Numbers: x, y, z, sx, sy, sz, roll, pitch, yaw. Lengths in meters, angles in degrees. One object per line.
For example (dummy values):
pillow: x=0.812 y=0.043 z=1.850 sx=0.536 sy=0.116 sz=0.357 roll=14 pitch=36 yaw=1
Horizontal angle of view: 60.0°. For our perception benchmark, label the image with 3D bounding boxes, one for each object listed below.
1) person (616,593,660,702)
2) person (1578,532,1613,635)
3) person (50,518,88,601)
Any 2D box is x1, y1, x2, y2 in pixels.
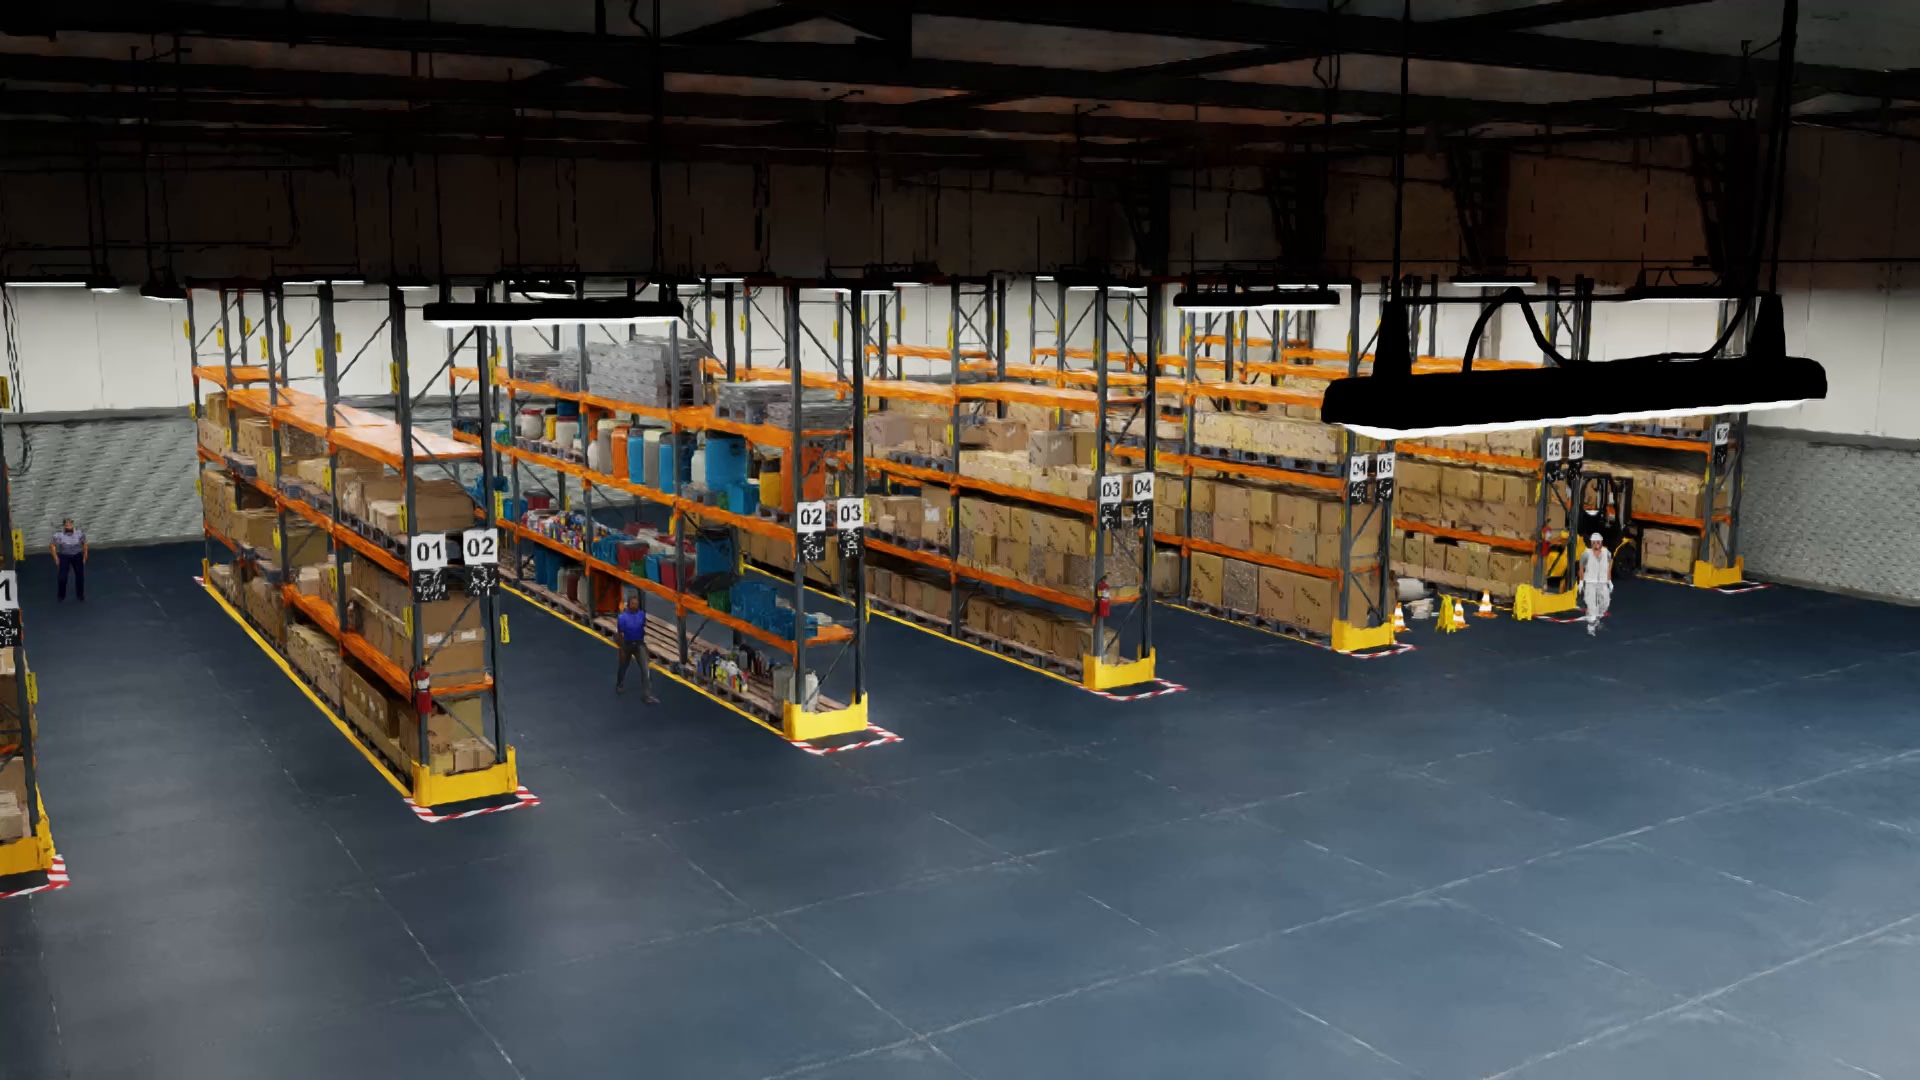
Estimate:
person: x=-4.739 y=1.534 z=24.054 sx=0.447 sy=1.574 sz=1.087 roll=-5 pitch=11 yaw=-30
person: x=10.831 y=0.728 z=28.371 sx=0.585 sy=1.777 sz=0.577 roll=0 pitch=10 yaw=3
person: x=-16.668 y=0.359 z=31.133 sx=0.608 sy=1.596 sz=0.514 roll=-7 pitch=12 yaw=-34
